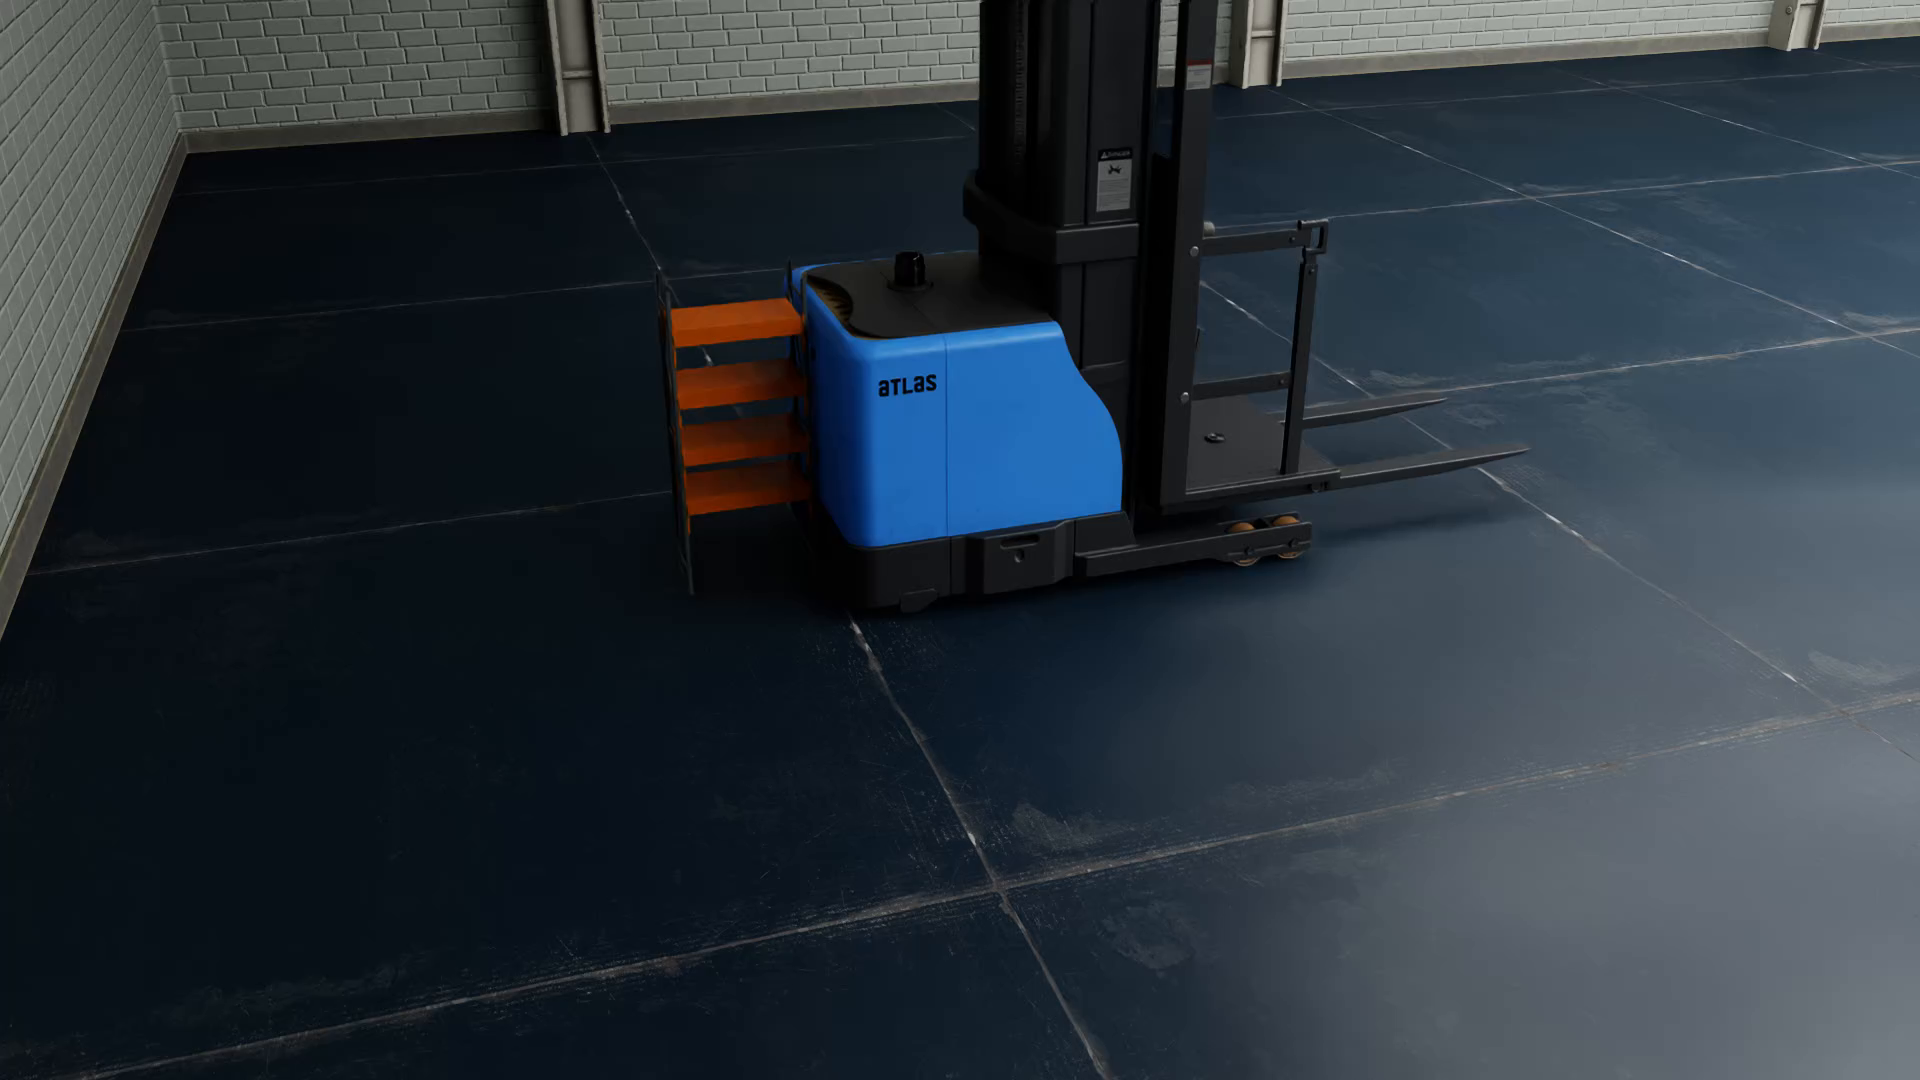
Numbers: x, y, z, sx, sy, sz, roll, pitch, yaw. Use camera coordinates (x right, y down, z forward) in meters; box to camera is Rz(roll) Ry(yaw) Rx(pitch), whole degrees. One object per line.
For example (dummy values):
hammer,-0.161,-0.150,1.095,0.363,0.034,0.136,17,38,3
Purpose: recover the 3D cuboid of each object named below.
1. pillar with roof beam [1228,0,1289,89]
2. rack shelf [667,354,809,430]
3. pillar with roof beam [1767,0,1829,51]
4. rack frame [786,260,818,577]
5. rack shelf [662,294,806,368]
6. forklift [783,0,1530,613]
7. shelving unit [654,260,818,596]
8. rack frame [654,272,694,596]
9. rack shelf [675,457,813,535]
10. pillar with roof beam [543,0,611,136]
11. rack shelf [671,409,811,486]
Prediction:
pillar with roof beam,4.000,-6.347,9.415,0.400,9.000,9.100,-8,28,-16
rack shelf,-0.827,-0.551,6.159,0.480,0.148,0.258,-9,28,-17
pillar with roof beam,9.705,-7.173,11.079,0.400,9.000,9.100,-8,28,-16
rack frame,-0.596,-0.446,6.298,0.015,1.200,0.240,-9,28,-17
rack shelf,-0.827,-0.763,6.053,0.480,0.148,0.258,-9,28,-17
forklift,0.872,-1.423,6.320,3.031,2.935,1.130,-9,28,-17
shelving unit,-0.827,-0.411,6.228,0.503,1.200,0.258,-9,28,-17
rack frame,-1.058,-0.376,6.158,0.015,1.200,0.240,-9,28,-17
rack shelf,-0.827,-0.173,6.346,0.480,0.148,0.258,-9,28,-17
pillar with roof beam,-1.705,-5.521,7.751,0.400,9.000,9.100,-8,28,-16
rack shelf,-0.827,-0.351,6.258,0.480,0.148,0.258,-9,28,-17
